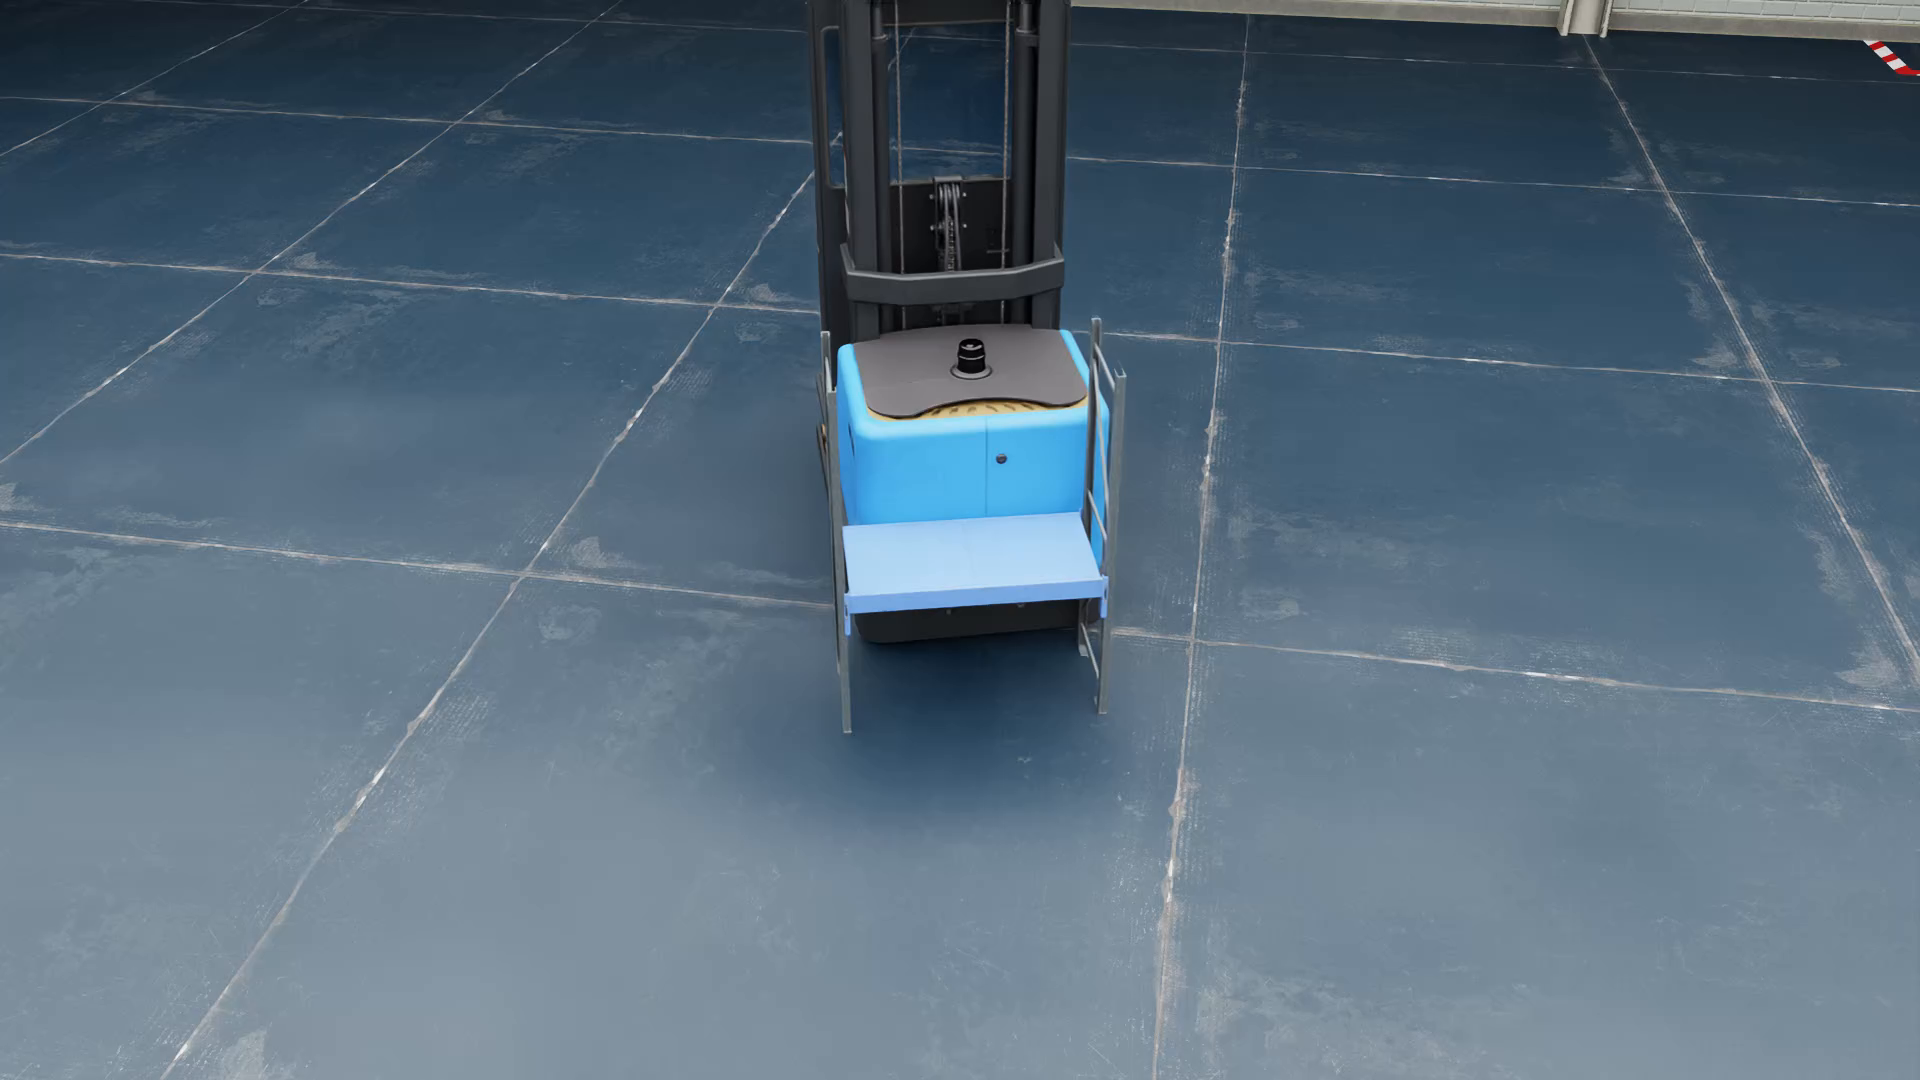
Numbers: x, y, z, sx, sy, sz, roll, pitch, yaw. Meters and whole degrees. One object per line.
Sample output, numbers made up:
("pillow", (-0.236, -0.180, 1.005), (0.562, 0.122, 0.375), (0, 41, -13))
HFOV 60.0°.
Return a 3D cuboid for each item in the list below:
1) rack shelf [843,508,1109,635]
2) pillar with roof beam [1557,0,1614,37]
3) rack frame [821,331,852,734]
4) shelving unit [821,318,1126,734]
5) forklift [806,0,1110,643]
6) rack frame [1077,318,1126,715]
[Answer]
("rack shelf", (0.035, 0.115, 6.491), (1.000, 0.185, 0.538), (-4, 32, -6))
("pillar with roof beam", (4.935, -6.195, 9.165), (0.400, 9.000, 9.100), (5, 32, 8))
("rack frame", (-0.470, -0.006, 6.345), (0.032, 1.500, 0.500), (-4, 32, -6))
("shelving unit", (0.035, -0.037, 6.395), (1.048, 1.500, 0.538), (-4, 32, -6))
("forklift", (-0.124, -1.580, 7.511), (1.130, 2.935, 3.031), (-5, 32, -7))
("rack frame", (0.539, -0.069, 6.446), (0.032, 1.500, 0.500), (-4, 32, -6))
